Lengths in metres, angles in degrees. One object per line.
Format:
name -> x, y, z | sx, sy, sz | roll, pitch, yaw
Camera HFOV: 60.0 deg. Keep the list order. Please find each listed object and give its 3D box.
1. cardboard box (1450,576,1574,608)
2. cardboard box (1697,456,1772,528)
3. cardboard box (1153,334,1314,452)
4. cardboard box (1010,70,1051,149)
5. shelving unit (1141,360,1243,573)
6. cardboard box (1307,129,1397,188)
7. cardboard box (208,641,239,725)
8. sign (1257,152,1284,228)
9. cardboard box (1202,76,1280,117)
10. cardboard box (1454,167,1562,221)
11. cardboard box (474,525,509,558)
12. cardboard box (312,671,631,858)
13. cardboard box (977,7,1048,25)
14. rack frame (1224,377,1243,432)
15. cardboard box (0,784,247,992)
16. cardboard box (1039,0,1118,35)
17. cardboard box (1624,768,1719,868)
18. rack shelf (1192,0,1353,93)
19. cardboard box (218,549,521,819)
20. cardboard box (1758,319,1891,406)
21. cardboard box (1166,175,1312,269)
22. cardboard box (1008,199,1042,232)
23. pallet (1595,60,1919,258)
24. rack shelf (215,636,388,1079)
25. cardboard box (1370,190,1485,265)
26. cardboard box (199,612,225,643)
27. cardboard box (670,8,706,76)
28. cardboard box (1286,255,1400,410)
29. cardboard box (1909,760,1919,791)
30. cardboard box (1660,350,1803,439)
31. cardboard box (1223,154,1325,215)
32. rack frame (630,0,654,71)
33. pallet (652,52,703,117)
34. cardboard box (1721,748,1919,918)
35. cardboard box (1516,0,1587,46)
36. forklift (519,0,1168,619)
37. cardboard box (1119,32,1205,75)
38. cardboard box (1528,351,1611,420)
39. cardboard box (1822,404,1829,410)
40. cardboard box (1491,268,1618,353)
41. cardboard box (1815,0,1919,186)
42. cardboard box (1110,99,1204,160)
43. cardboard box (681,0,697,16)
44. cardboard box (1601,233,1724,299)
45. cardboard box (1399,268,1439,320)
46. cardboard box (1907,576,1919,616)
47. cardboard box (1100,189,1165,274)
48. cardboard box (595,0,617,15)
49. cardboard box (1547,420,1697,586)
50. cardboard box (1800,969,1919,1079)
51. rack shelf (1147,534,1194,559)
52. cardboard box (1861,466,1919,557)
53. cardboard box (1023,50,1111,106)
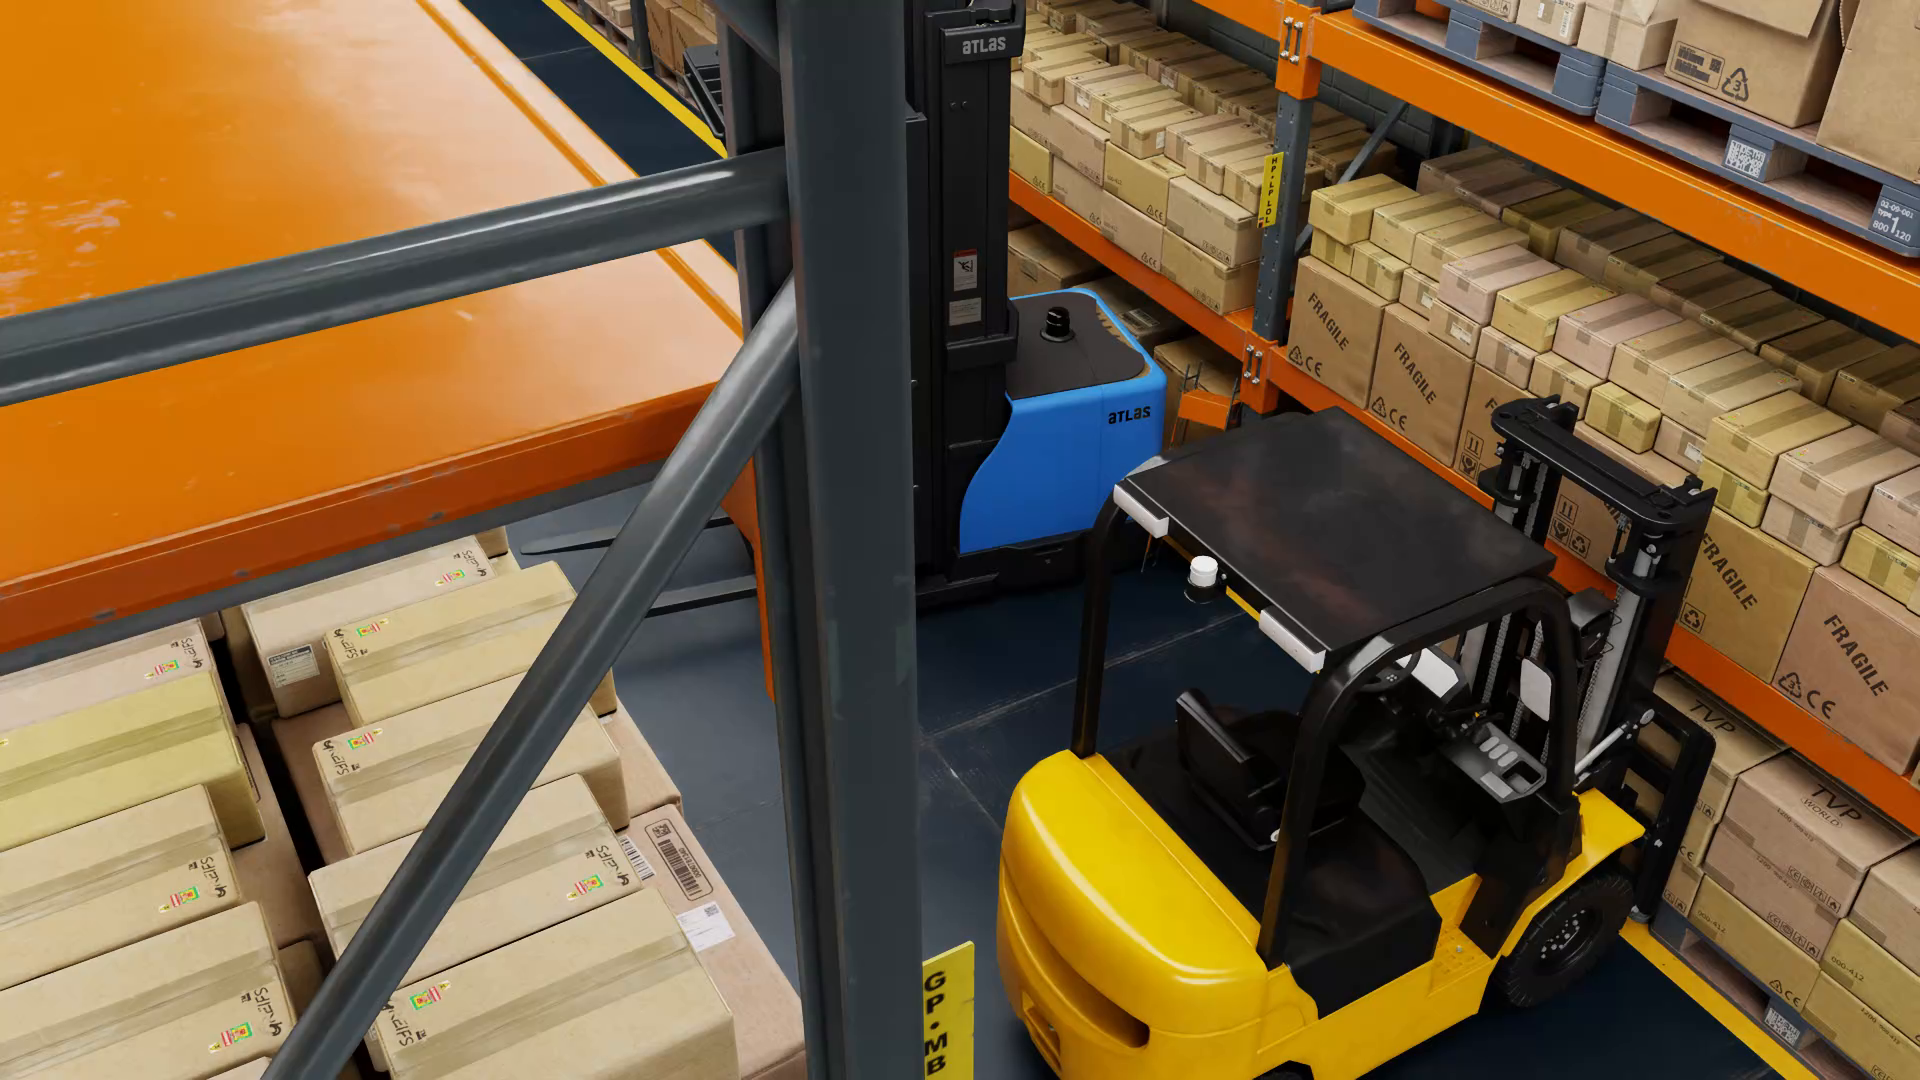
cardboard box -> 2.262, 0.180, 6.815 | 0.500, 0.250, 0.500 | -18, 40, -22
cardboard box -> 2.710, -0.214, 5.592 | 0.380, 0.149, 0.250 | -19, 40, -24
cardboard box -> 1.510, -0.684, 8.528 | 0.875, 0.625, 0.625 | -17, 39, -22
cardboard box -> 0.561, -2.312, 8.803 | 0.500, 0.250, 0.500 | -18, 40, -23
shelving unit -> 1.131, -0.315, 8.004 | 0.252, 1.050, 0.215 | 18, 19, 23
cardboard box -> 1.791, -1.756, 7.703 | 0.380, 0.149, 0.250 | -20, 41, -25
cardboard box -> -1.505, 0.330, 2.814 | 0.500, 0.250, 0.500 | -18, 40, -23
sign -> 1.318, -1.481, 7.047 | 0.100, 0.325, 0.005 | -19, 40, -24
cardboard box -> 1.431, -2.160, 8.257 | 0.380, 0.149, 0.250 | -19, 40, -24
cardboard box -> 2.294, -1.420, 6.991 | 0.380, 0.149, 0.250 | -20, 41, -25
cardboard box -> -1.042, -0.047, 2.992 | 0.380, 0.149, 0.250 | -18, 40, -23
cardboard box -> -0.713, 0.359, 2.437 | 0.380, 0.149, 0.250 | -19, 40, -24
cardboard box -> 0.259, -2.795, 9.126 | 0.380, 0.149, 0.250 | -18, 40, -23
rack frame -> 1.238, -0.280, 7.957 | 0.008, 1.050, 0.200 | 18, 19, 23
cardboard box -> -1.164, 0.517, 2.219 | 0.380, 0.149, 0.250 | -19, 40, -24
cardboard box -> 0.664, -2.936, 9.319 | 0.380, 0.149, 0.250 | -19, 40, -24
cardboard box -> 2.757, 0.896, 6.258 | 0.500, 0.250, 0.500 | -20, 41, -25
rack shelf -> 0.777, -3.151, 8.316 | 1.077, 0.370, 4.000 | -19, 40, -24
cardboard box -> -1.046, 0.180, 3.020 | 0.500, 0.250, 0.500 | -18, 40, -23
cardboard box -> 3.055, -0.625, 5.903 | 0.380, 0.149, 0.250 | -19, 40, -24
cardboard box -> 1.314, -1.527, 7.728 | 0.500, 0.250, 0.500 | -20, 41, -25
cardboard box -> 0.409, -1.808, 10.067 | 0.875, 0.625, 0.625 | -18, 40, -22
pallet -> 2.842, -1.338, 5.297 | 1.003, 0.211, 1.213 | -19, 40, -24
rack shelf -> -1.503, 0.361, 3.506 | 1.077, 0.370, 4.000 | -19, 40, -24
cardboard box -> 1.911, -1.281, 6.801 | 0.380, 0.149, 0.250 | -18, 40, -23
cardboard box -> -1.472, 0.105, 2.784 | 0.380, 0.149, 0.250 | -20, 41, -25
cardboard box -> -1.913, -3.869, 12.994 | 0.500, 0.500, 0.500 | -19, 40, -25
cardboard box -> 1.779, -0.947, 7.147 | 0.500, 0.500, 0.500 | -20, 41, -25
cardboard box -> 3.318, 0.616, 5.006 | 0.500, 0.500, 0.500 | -20, 41, -25
cardboard box -> 2.654, -0.494, 5.724 | 0.380, 0.149, 0.250 | -18, 40, -23
cardboard box -> 1.419, -1.621, 7.519 | 0.380, 0.149, 0.250 | -18, 40, -22
rack frame -> -2.237, -5.290, 13.178 | 1.000, 3.000, 0.127 | -19, 40, -24
pallet -> -1.796, -3.761, 13.448 | 1.003, 0.211, 1.213 | -19, 40, -24
cardboard box -> 3.029, 0.965, 5.740 | 0.500, 0.250, 0.500 | -18, 40, -23
cardboard box -> 2.131, -1.820, 5.655 | 0.380, 0.149, 0.250 | -18, 40, -23
forklift -> -0.592, -1.067, 7.453 | 3.031, 2.935, 1.130 | -11, 38, -15
cardboard box -> 1.065, -2.547, 8.787 | 0.380, 0.149, 0.250 | -19, 40, -24
cardboard box -> 2.333, -0.611, 6.136 | 0.380, 0.149, 0.250 | -20, 41, -25
cardboard box -> 3.095, -0.511, 5.999 | 0.380, 0.149, 0.250 | -19, 40, -24
cardboard box -> 2.225, -0.863, 6.228 | 0.380, 0.149, 0.250 | -20, 40, -25
cardboard box -> 2.931, -1.338, 4.697 | 0.700, 0.500, 0.500 | -19, 40, -24
cardboard box -> 0.949, -1.983, 8.014 | 0.380, 0.149, 0.250 | -20, 41, -25
cardboard box -> -1.942, -4.205, 12.905 | 0.380, 0.149, 0.250 | -21, 41, -26
cardboard box -> 2.731, -1.041, 6.473 | 0.380, 0.149, 0.250 | -20, 40, -25
cardboard box -> 2.001, -1.016, 6.691 | 0.380, 0.149, 0.250 | -19, 40, -24
cardboard box -> 3.144, 0.161, 5.079 | 0.380, 0.149, 0.250 | -18, 40, -23
cardboard box -> 1.045, -1.584, 8.231 | 0.500, 0.250, 0.500 | -19, 40, -24
cardboard box -> -2.950, -4.735, 14.379 | 0.396, 0.266, 0.258 | -17, 40, -22
cardboard box -> 2.545, -0.166, 6.077 | 0.500, 0.500, 0.500 | -19, 40, -24
cardboard box -> 3.283, 1.624, 5.686 | 0.500, 0.250, 0.500 | -19, 40, -24
rack shelf -> 1.081, -0.045, 8.093 | 0.240, 0.259, 0.215 | 18, 19, 23
cardboard box -> 3.063, -0.105, 5.190 | 0.380, 0.149, 0.250 | -19, 40, -24
cardboard box -> 0.551, -2.377, 8.553 | 0.380, 0.149, 0.250 | -20, 41, -25
